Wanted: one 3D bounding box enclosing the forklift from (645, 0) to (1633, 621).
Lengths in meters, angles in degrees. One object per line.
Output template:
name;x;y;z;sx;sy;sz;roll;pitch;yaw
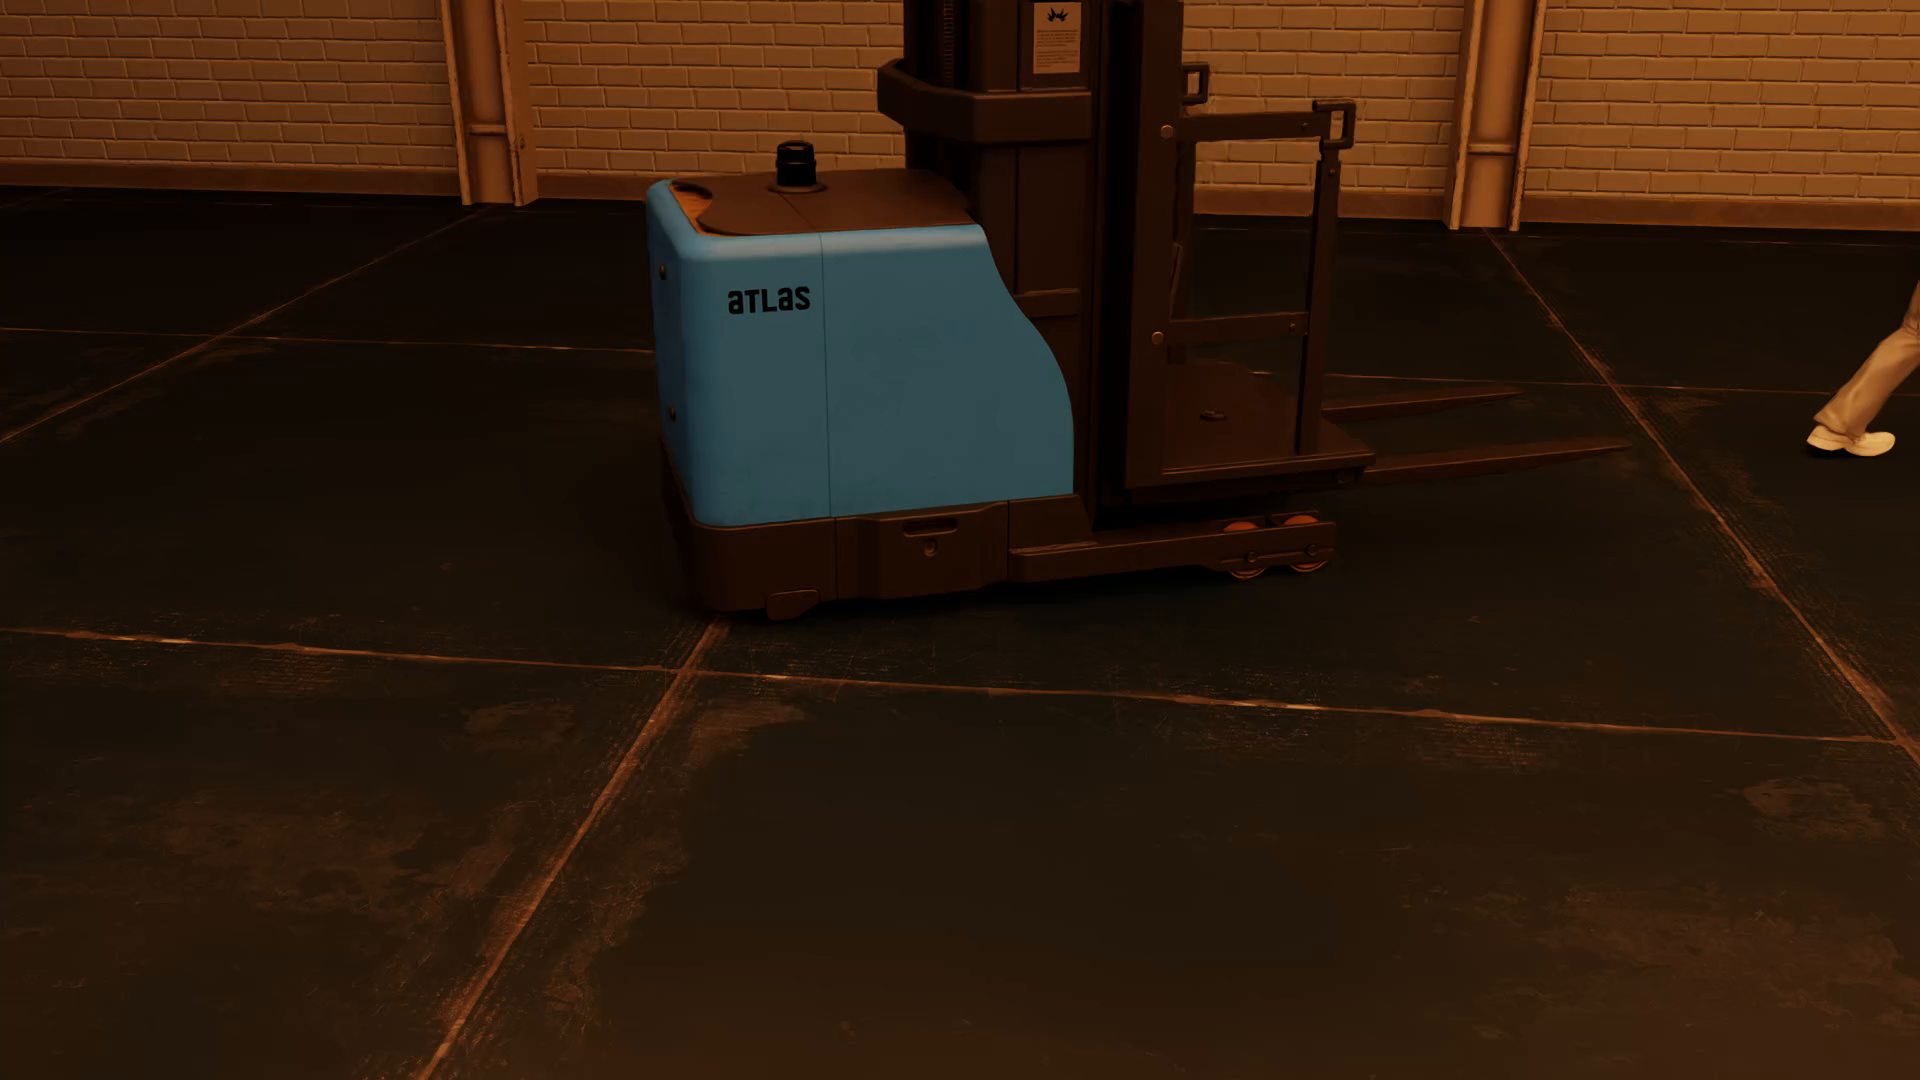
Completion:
forklift;0.618;-1.429;4.801;3.031;2.935;1.130;-6;23;-14

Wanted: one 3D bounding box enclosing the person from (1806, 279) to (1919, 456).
person;3.450;-0.955;5.448;0.825;1.561;0.686;-2;22;-6
